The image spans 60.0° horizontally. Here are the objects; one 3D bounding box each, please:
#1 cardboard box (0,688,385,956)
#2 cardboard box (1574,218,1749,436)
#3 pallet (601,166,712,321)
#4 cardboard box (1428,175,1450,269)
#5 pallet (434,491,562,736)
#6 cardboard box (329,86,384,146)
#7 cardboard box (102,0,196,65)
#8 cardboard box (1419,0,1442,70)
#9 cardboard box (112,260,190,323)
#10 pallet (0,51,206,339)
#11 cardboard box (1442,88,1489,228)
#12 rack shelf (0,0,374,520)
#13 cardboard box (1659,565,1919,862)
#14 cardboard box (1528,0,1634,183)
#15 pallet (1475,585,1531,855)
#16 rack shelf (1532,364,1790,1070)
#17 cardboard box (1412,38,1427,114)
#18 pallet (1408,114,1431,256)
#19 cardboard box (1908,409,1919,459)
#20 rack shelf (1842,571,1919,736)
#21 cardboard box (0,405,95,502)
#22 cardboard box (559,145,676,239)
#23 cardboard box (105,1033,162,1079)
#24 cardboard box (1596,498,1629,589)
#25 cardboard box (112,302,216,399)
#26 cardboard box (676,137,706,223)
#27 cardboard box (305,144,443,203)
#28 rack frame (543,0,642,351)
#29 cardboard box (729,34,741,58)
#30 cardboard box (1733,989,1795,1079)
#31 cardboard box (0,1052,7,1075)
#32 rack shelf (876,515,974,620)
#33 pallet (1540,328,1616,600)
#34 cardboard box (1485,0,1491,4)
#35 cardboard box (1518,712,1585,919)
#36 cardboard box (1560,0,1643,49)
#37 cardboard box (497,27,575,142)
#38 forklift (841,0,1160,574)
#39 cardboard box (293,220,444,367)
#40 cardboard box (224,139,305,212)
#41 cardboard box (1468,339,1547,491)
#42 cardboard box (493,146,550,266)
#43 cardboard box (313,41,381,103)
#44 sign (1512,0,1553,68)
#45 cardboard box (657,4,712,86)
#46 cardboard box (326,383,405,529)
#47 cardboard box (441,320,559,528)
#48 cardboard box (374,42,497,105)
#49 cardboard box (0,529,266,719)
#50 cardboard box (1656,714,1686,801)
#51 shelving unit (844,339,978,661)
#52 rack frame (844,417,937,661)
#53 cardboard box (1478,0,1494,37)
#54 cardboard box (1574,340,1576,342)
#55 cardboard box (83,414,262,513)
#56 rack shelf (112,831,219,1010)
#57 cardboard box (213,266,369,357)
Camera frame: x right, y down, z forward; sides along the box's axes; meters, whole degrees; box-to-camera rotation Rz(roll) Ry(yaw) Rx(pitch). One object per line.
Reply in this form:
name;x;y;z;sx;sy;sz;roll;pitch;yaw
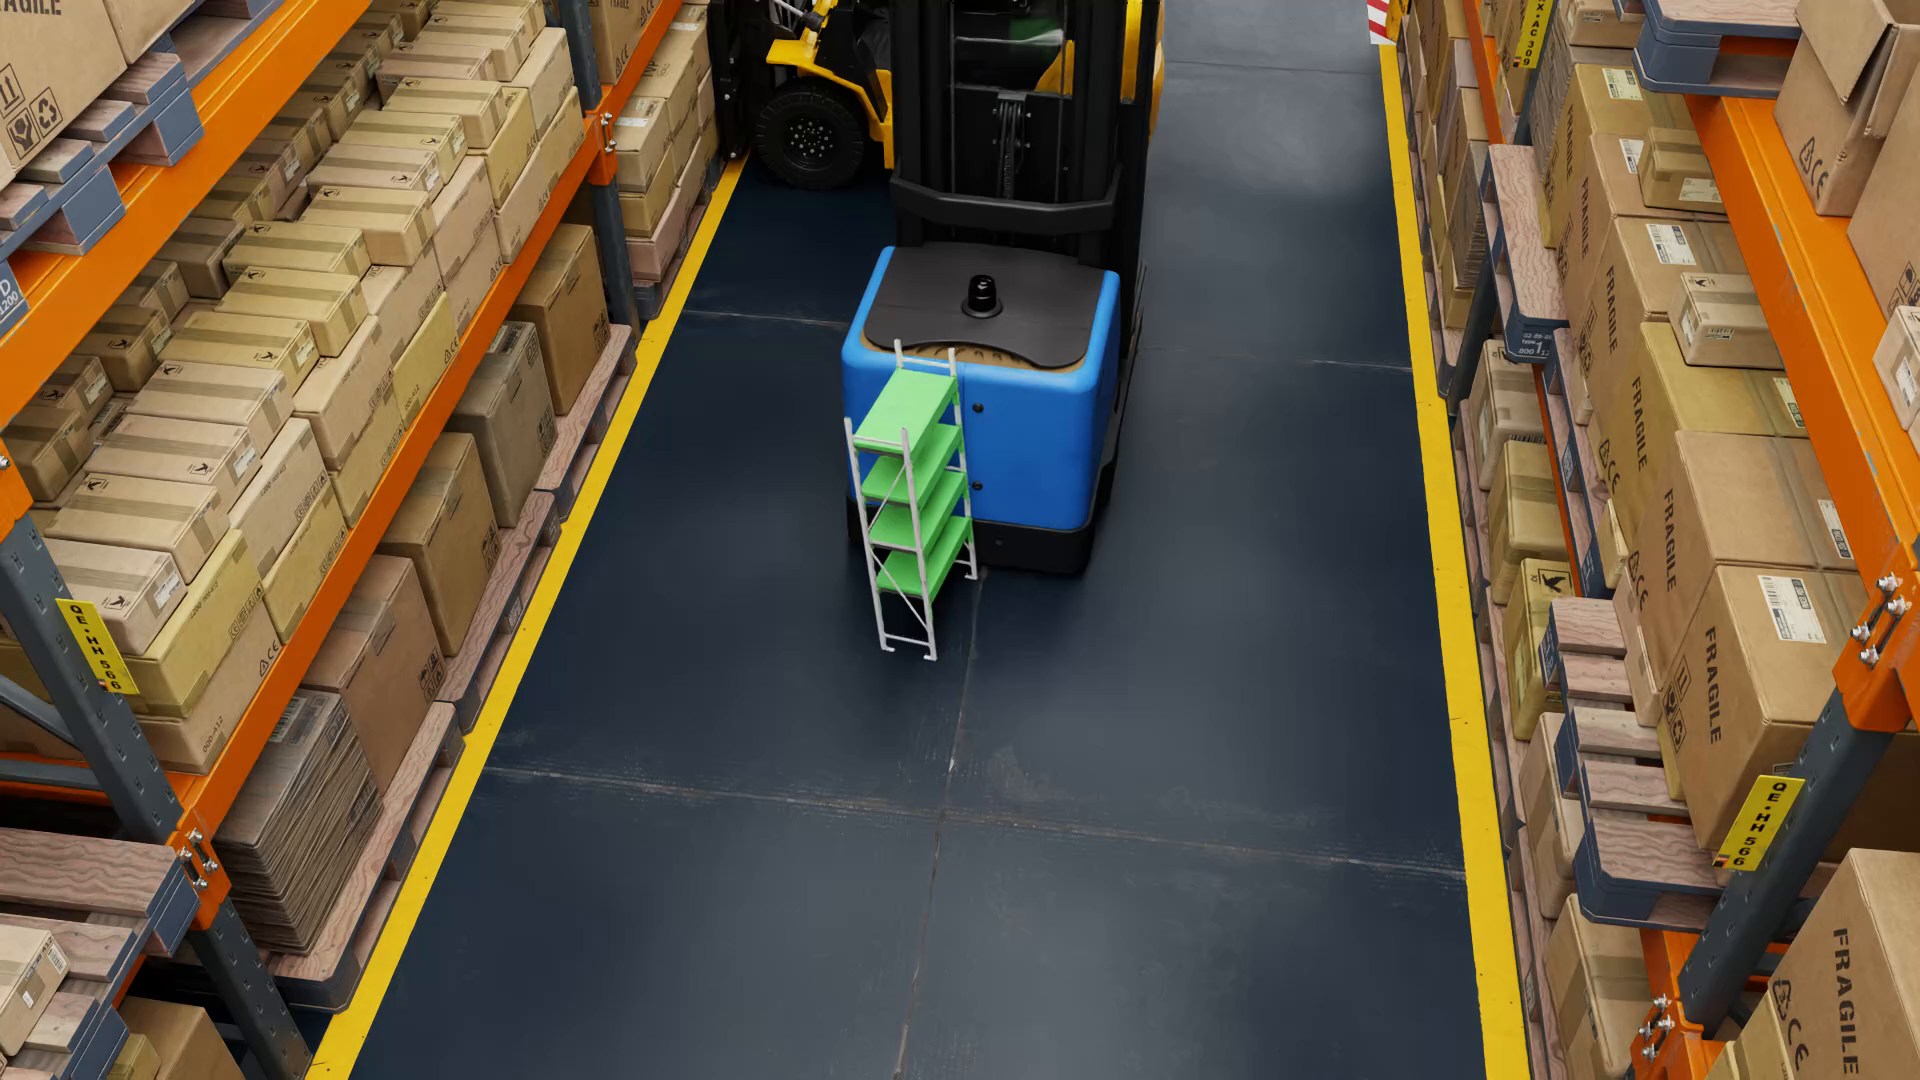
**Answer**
cardboard box;-2.534;0.896;5.566;0.875;0.625;0.625;7;44;7
cardboard box;2.271;-0.642;5.174;0.500;0.500;0.500;4;44;4
pallet;-1.954;-1.641;8.852;1.003;0.211;1.213;5;44;6
cardboard box;2.692;-1.612;8.488;0.500;0.250;0.500;4;44;4
pallet;-2.319;0.236;6.869;1.003;0.211;1.213;5;44;6
cardboard box;-2.499;-1.579;6.503;0.500;0.250;0.500;5;44;5
cardboard box;-2.325;-1.529;4.072;0.700;0.500;0.500;4;44;5
cardboard box;2.900;-2.922;9.326;0.500;0.500;0.500;4;44;4
cardboard box;-2.744;-0.783;5.373;0.380;0.149;0.250;5;44;5
pallet;-2.629;-0.881;3.977;1.213;0.211;1.003;7;44;7
cardboard box;2.697;-1.868;8.212;0.500;0.500;0.500;6;44;6
rack shelf;-2.365;-1.581;5.102;1.077;0.370;4.000;5;44;6
cardboard box;2.075;0.427;4.045;0.500;0.500;0.500;4;44;4
cardboard box;2.473;-1.671;6.260;0.500;0.500;0.500;6;44;7
pallet;2.559;0.710;6.369;1.003;0.211;1.213;5;44;6
rack shelf;2.555;-0.043;5.659;1.077;0.370;4.000;5;44;6
cardboard box;2.893;-2.676;9.611;0.500;0.250;0.500;7;44;7
pallet;3.032;-1.949;9.177;1.003;0.211;1.213;5;44;6
cardboard box;2.124;-0.173;3.274;0.380;0.149;0.250;5;44;6
rack shelf;2.026;1.594;1.749;1.077;0.370;4.000;5;44;6
cardboard box;-2.769;-0.261;4.822;0.380;0.149;0.250;5;44;5
cardboard box;-1.731;-1.753;8.273;0.500;0.250;0.500;5;44;5
cardboard box;-2.444;1.489;4.558;0.380;0.149;0.250;3;44;3
cardboard box;2.117;0.028;4.938;0.380;0.149;0.250;6;44;6
cardboard box;-2.711;-0.538;5.404;0.500;0.250;0.500;5;44;5
cardboard box;-1.657;-1.917;8.809;0.500;0.250;0.500;4;44;5
cardboard box;-2.066;-1.261;5.878;0.380;0.149;0.250;6;44;6
rack frame;-2.101;-2.116;7.325;1.000;3.000;0.127;5;44;6
cardboard box;-1.521;-2.782;9.360;0.500;0.250;0.500;5;44;5
cardboard box;1.979;1.255;3.511;0.500;0.250;0.500;5;44;5
cardboard box;-2.449;1.261;3.563;0.500;0.250;0.500;3;44;4
rack shelf;-0.147;0.086;6.729;0.258;0.148;0.480;11;45;18
pallet;2.512;-0.224;5.467;1.003;0.211;1.213;5;44;6
cardboard box;2.757;-2.842;7.803;0.500;0.500;0.500;6;44;7
cardboard box;2.465;0.973;5.669;0.950;0.372;0.625;4;44;5
cardboard box;2.407;-1.911;6.043;0.380;0.149;0.250;5;44;5
cardboard box;-1.913;-1.885;6.827;0.500;0.250;0.500;4;44;5
forklift;0.302;-1.947;7.197;1.130;2.935;3.031;8;44;8
cardboard box;-2.132;-0.844;5.727;0.500;0.250;0.500;6;44;6
cardboard box;-2.581;-1.304;5.923;0.380;0.149;0.250;5;44;5
cardboard box;2.753;-0.508;7.233;0.950;0.372;0.625;6;44;6
cardboard box;-1.969;-1.351;6.626;0.500;0.250;0.500;5;44;5
cardboard box;-2.481;-1.819;6.467;0.380;0.149;0.250;5;44;5
sign;2.281;-2.026;6.600;0.100;0.325;0.005;5;44;6
cardboard box;-1.594;-2.622;8.827;0.500;0.250;0.500;7;44;7
cardboard box;-2.196;-0.310;5.526;0.500;0.250;0.500;4;44;4
cardboard box;-2.269;-0.521;7.063;0.875;0.625;0.625;5;44;5
cardboard box;-2.027;-1.795;6.442;0.380;0.149;0.250;5;44;5
cardboard box;-2.304;0.205;4.619;0.500;0.250;0.500;5;44;5
cardboard box;2.065;0.564;4.373;0.380;0.149;0.250;6;44;6
shelving unit;-0.171;-0.137;6.525;0.258;1.200;0.503;11;45;18
rack frame;-0.255;0.023;6.361;0.240;1.200;0.015;11;45;18
cardboard box;2.691;-2.515;7.930;0.380;0.149;0.250;5;44;5
cardboard box;2.320;-0.671;5.677;0.380;0.149;0.250;6;44;6
cardboard box;-2.253;-0.212;4.769;0.380;0.149;0.250;6;44;7
rack shelf;-2.894;2.235;3.254;1.077;0.370;4.000;5;44;6
cardboard box;-2.136;-0.733;5.320;0.380;0.149;0.250;6;44;6
